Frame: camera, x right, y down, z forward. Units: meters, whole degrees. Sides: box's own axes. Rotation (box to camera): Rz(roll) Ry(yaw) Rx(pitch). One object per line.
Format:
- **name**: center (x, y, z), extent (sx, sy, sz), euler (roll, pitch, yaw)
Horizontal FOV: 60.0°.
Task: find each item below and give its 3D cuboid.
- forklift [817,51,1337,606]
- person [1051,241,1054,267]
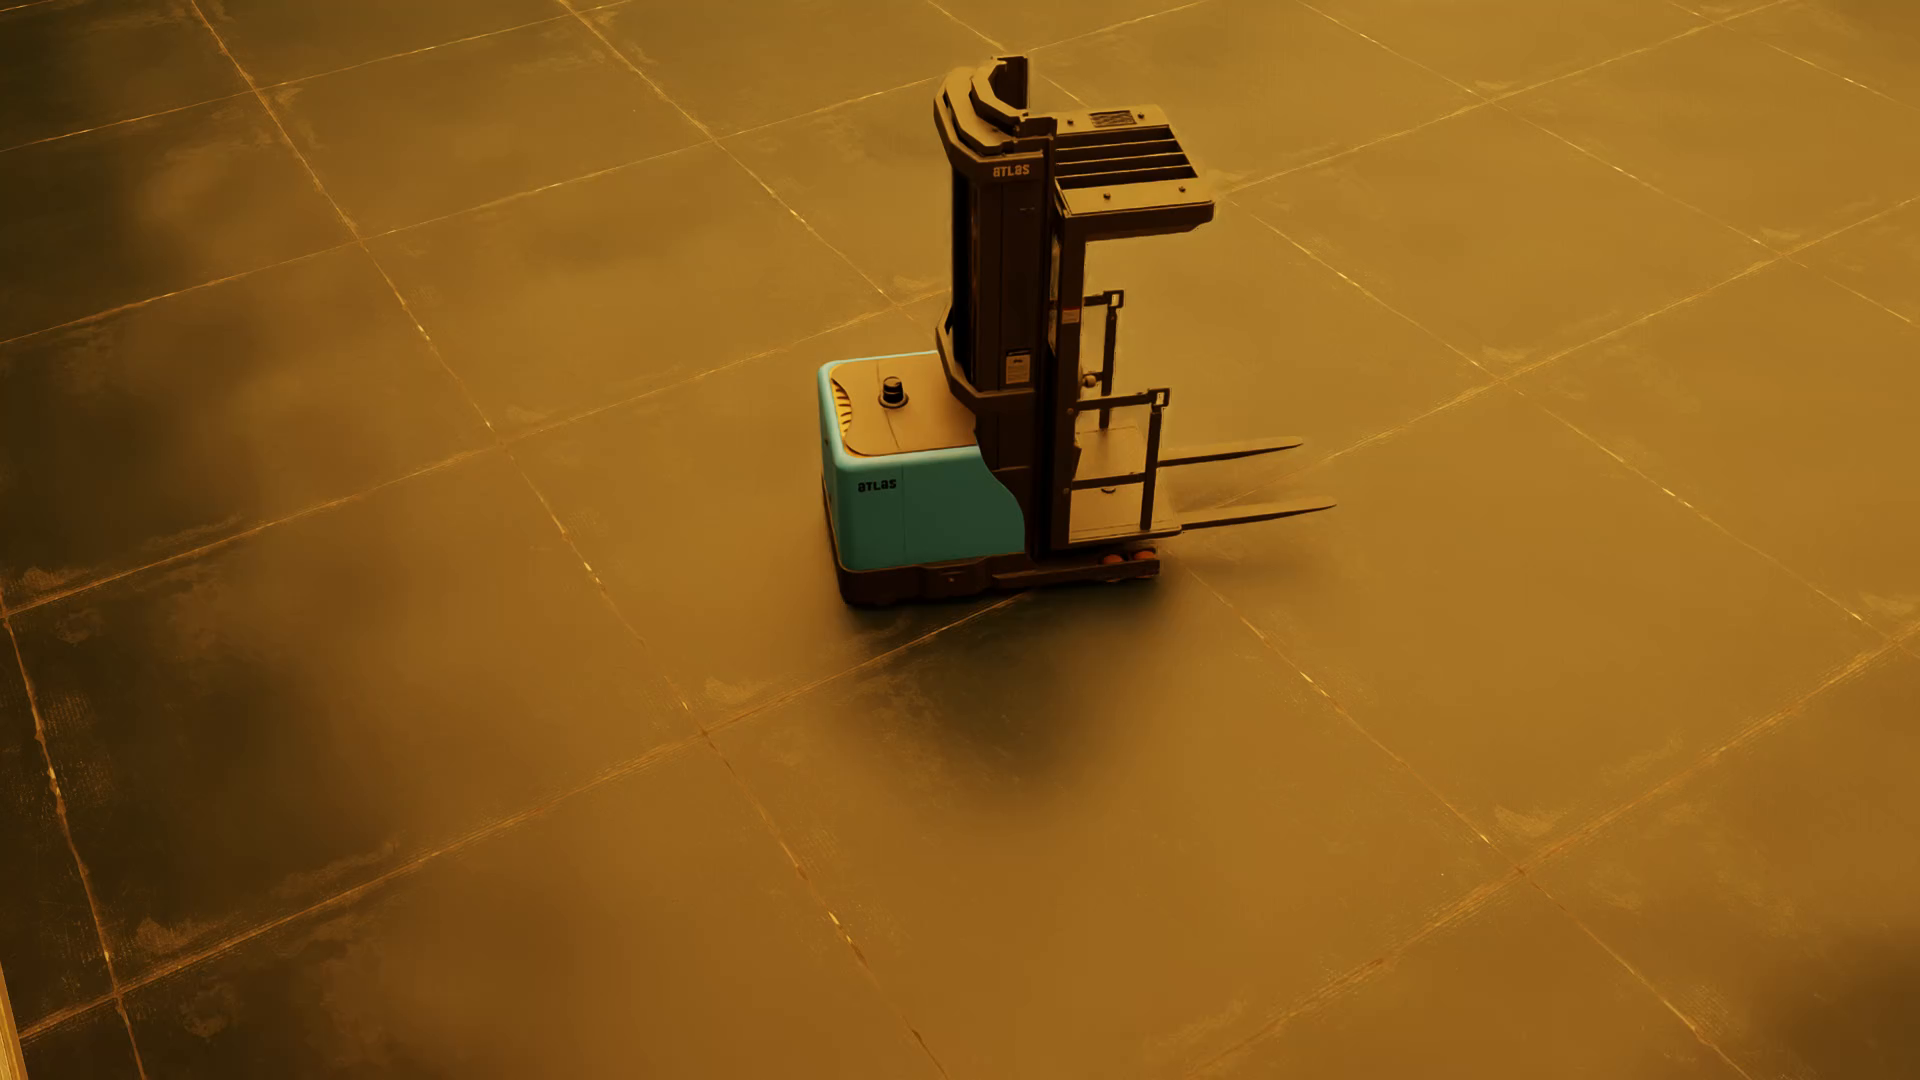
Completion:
- **forklift**: center (0.724, -1.190, 9.232), extent (3.031, 2.935, 1.130), euler (-7, 42, -8)
- **person**: center (0.368, -1.770, 10.977), extent (0.688, 1.688, 1.255), euler (25, 47, 26)
